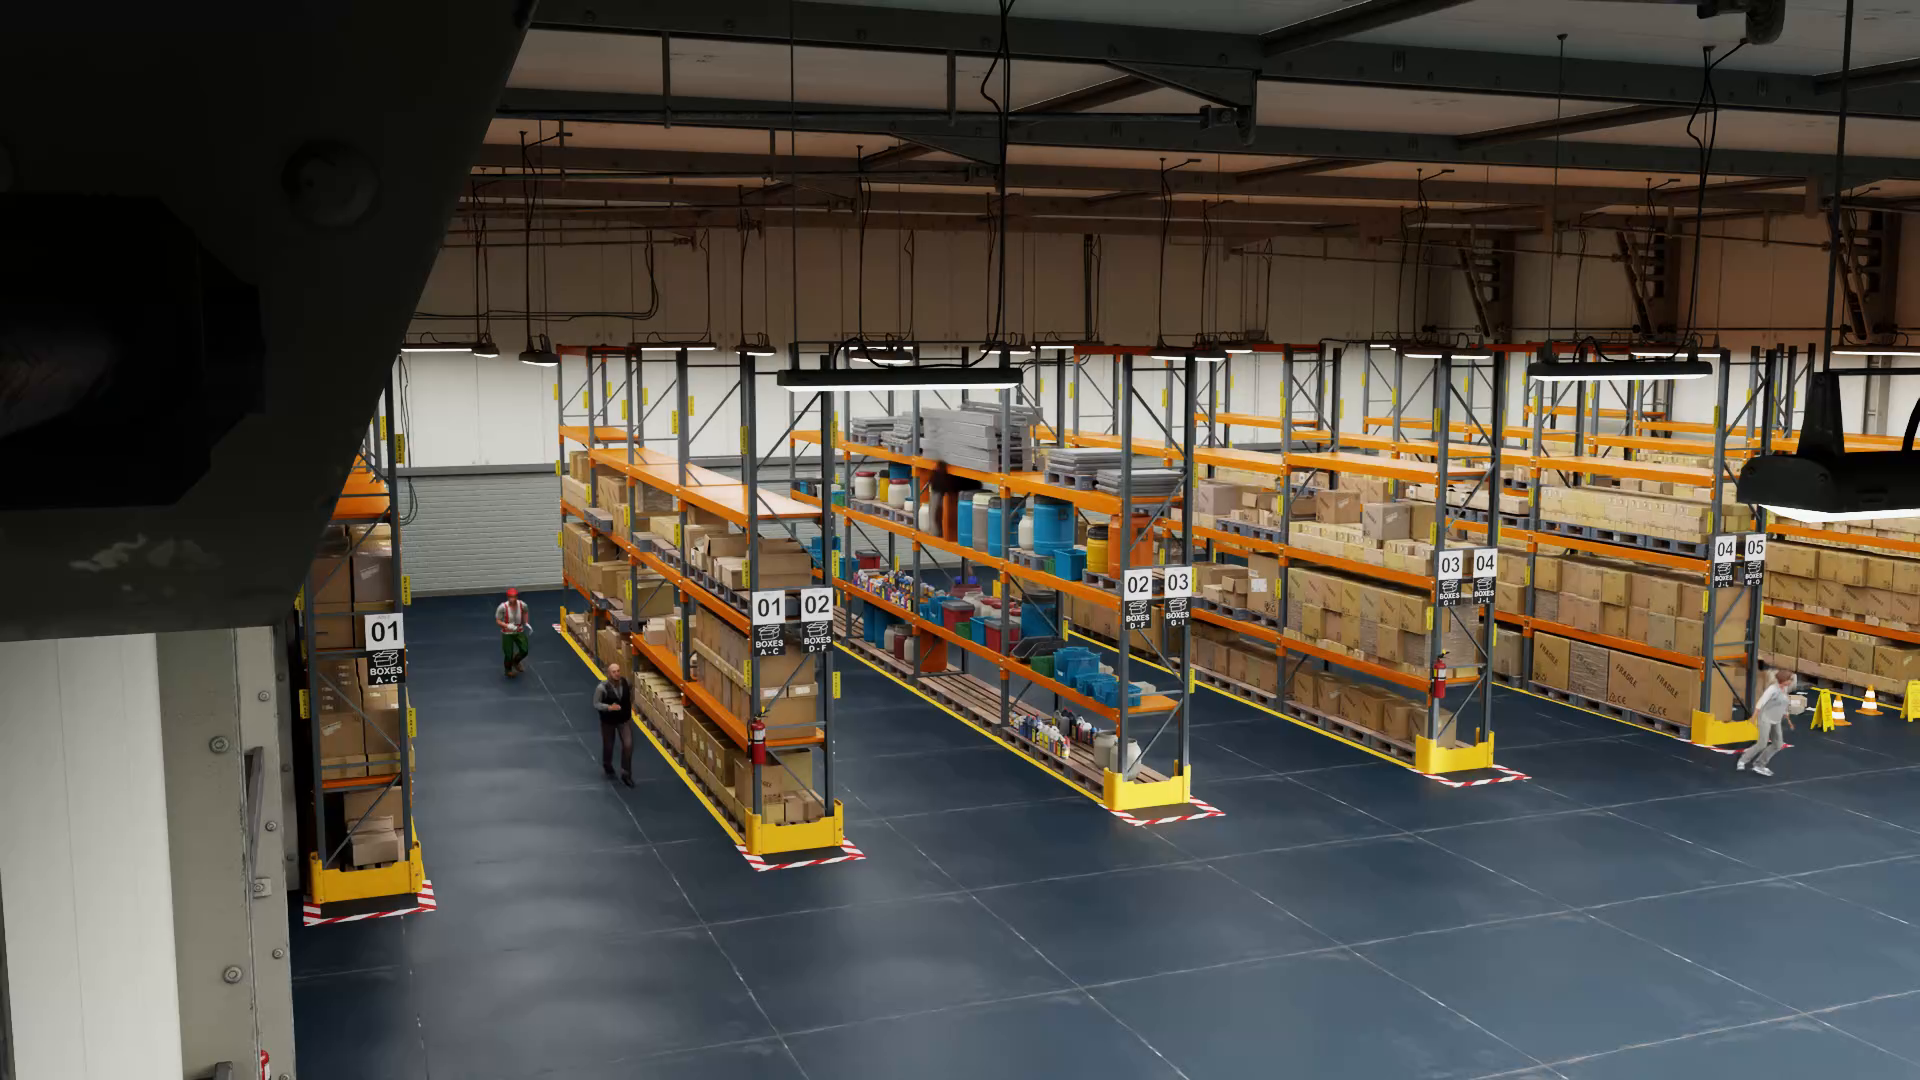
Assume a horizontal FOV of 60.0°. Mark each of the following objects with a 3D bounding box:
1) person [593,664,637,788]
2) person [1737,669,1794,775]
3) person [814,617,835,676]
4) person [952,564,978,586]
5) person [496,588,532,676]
[{"bbox_3d":[-4.823,2.548,23.226,0.654,1.717,0.965,-3,8,-25],"label":"person"},{"bbox_3d":[11.465,2.582,23.664,0.664,1.540,0.577,-5,9,-35],"label":"person"},{"bbox_3d":[-2.634,1.689,30.650,0.658,1.539,1.178,-1,7,-4],"label":"person"},{"bbox_3d":[0.132,1.302,33.360,0.475,1.670,0.804,-4,9,-31],"label":"person"},{"bbox_3d":[-8.076,1.683,30.152,0.691,1.674,0.785,-5,9,-32],"label":"person"}]
